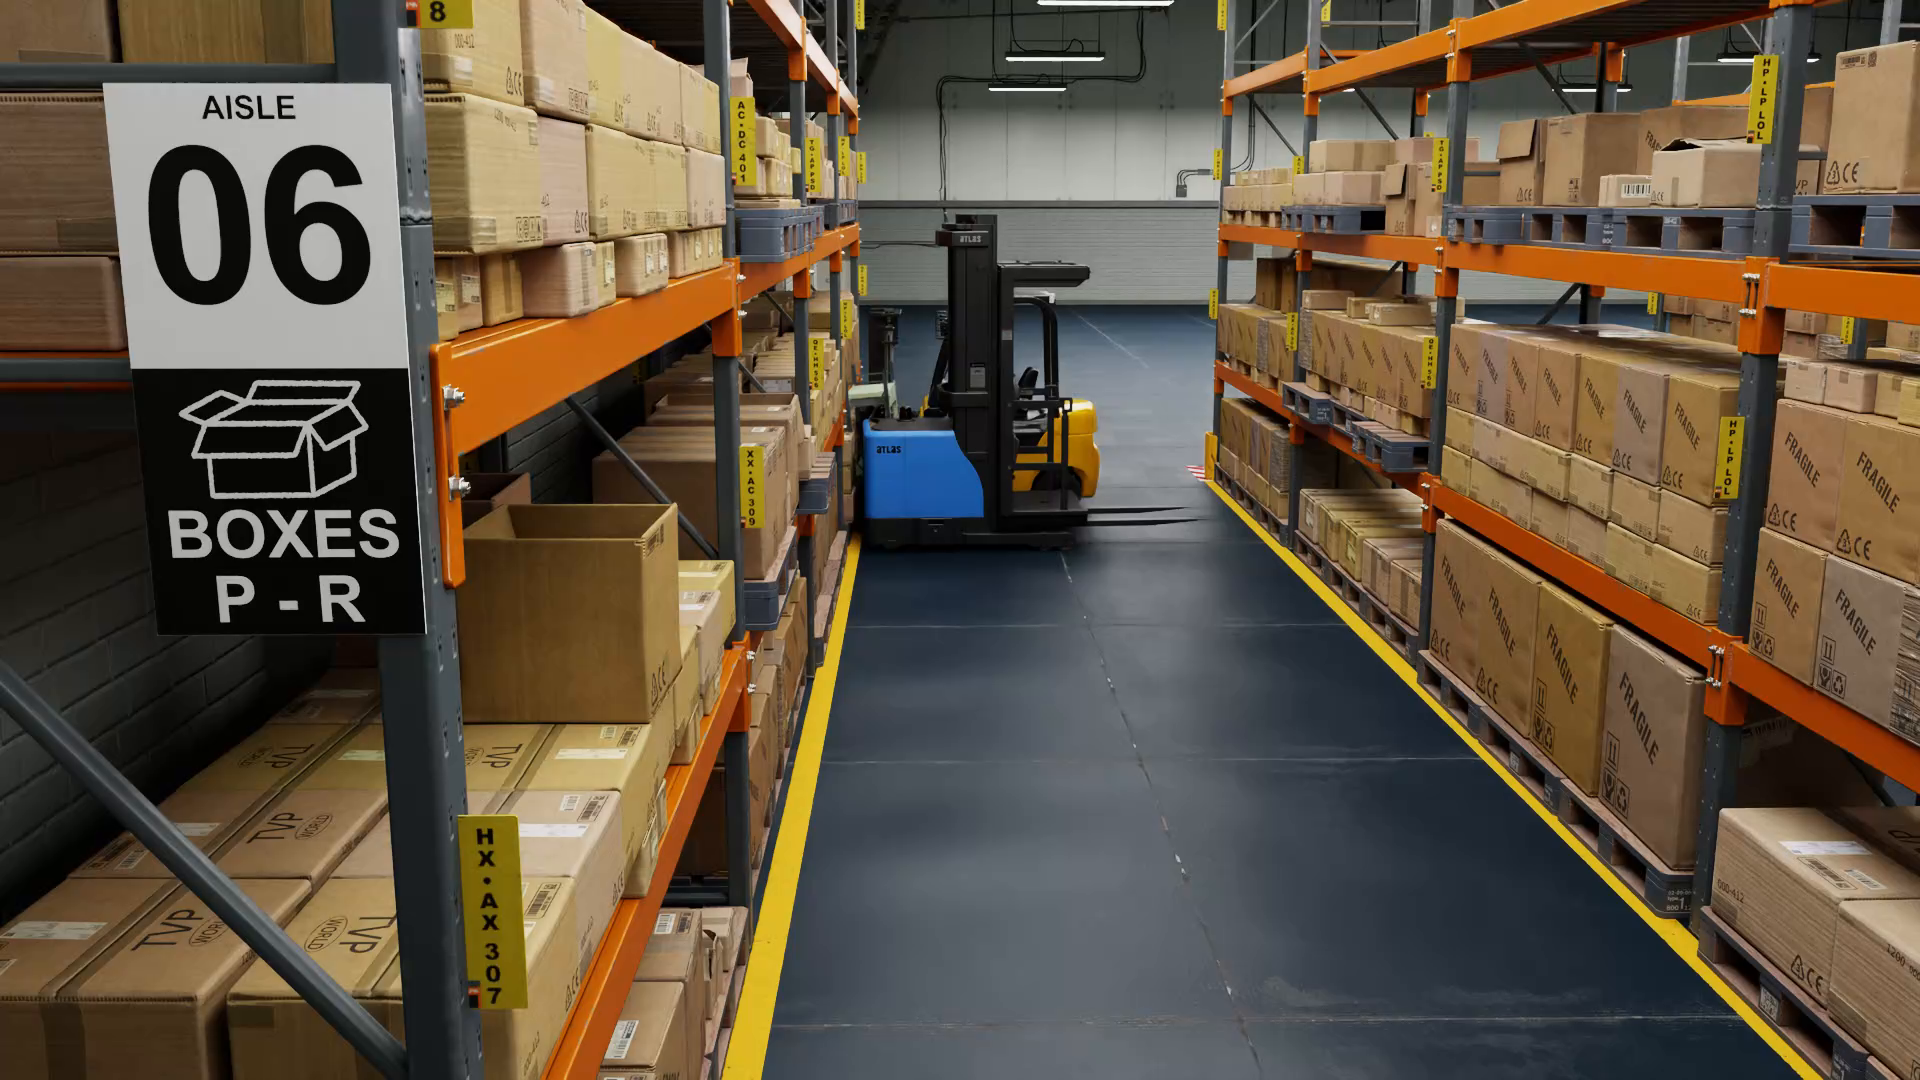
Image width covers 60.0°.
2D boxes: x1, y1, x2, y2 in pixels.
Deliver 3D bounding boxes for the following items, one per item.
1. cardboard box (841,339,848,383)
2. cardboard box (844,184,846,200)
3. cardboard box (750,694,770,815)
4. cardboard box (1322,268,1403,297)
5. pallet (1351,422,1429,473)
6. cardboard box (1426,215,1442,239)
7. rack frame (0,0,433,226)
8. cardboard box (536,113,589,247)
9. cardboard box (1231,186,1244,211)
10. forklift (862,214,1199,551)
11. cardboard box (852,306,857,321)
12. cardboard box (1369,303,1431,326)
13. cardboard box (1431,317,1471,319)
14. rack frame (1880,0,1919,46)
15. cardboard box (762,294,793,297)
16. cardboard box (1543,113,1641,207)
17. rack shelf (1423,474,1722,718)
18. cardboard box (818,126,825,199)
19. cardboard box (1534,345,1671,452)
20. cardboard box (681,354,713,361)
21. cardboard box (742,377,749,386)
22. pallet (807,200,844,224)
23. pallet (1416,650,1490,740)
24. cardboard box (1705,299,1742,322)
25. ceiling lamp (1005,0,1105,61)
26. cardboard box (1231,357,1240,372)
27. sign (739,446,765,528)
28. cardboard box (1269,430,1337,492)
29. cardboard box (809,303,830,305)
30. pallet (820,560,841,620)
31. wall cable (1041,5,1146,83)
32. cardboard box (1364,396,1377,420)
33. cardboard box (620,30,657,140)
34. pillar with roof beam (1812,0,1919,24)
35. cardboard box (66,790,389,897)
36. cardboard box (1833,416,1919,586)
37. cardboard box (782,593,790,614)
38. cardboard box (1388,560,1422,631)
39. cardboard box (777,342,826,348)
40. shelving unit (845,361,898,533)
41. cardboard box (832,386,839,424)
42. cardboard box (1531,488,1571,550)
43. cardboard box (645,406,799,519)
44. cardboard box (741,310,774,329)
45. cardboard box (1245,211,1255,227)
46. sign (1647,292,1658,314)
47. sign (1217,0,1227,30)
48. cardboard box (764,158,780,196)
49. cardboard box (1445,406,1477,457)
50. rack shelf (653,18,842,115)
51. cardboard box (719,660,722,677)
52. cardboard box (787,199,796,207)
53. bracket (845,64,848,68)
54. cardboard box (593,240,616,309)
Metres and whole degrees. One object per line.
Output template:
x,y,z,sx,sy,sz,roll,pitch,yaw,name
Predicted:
-1.306,-1.612,15.398,0.500,0.500,0.500,0,11,0,cardboard box
-1.252,-3.215,15.332,0.380,0.149,0.250,0,11,1,cardboard box
-1.171,1.037,7.826,0.500,0.500,0.500,0,11,-2,cardboard box
3.640,-2.164,14.859,0.700,0.500,0.500,0,11,-2,cardboard box
3.394,-0.643,11.358,1.213,0.211,1.003,0,11,-1,pallet
3.285,-2.054,10.917,0.380,0.149,0.250,0,11,-1,cardboard box
-1.282,-1.925,2.104,1.000,3.000,0.127,0,11,-1,rack frame
-1.049,-0.717,3.325,0.500,0.250,0.500,0,11,0,cardboard box
3.094,-3.527,17.177,0.500,0.250,0.500,0,11,-2,cardboard box
0.623,-1.445,15.003,3.031,2.935,1.130,-1,11,-4,forklift
-1.291,-2.413,17.719,0.380,0.149,0.250,0,11,0,cardboard box
3.199,-1.638,12.094,0.380,0.149,0.250,-1,11,-4,cardboard box
3.687,-1.500,13.041,0.500,0.500,0.500,0,11,1,cardboard box
8.379,-4.372,14.165,1.000,3.000,0.127,0,11,-1,rack frame
-1.838,-2.456,17.182,0.380,0.149,0.250,0,11,-1,cardboard box
3.725,-2.125,9.327,0.700,0.500,0.500,-1,11,-4,cardboard box
3.556,0.154,8.755,1.077,0.370,4.000,0,11,-1,rack shelf
-1.240,-2.696,11.891,0.500,0.500,0.500,0,11,0,cardboard box
3.303,-0.734,8.558,0.500,0.500,0.500,0,11,0,cardboard box
-1.809,-1.259,12.028,0.380,0.149,0.250,0,11,-2,cardboard box
-1.755,-1.036,11.930,0.500,0.250,0.500,0,11,-2,cardboard box
-1.574,-2.966,15.004,1.003,0.211,1.213,0,11,-1,pallet
3.456,0.928,10.146,1.003,0.211,1.213,0,11,-1,pallet
8.245,-2.535,17.106,0.875,0.550,0.550,0,11,-1,cardboard box
1.897,-11.228,33.279,2.000,3.185,0.800,0,11,-1,ceiling lamp
3.053,-1.841,17.411,0.380,0.149,0.250,0,11,0,cardboard box
-0.823,-0.208,6.552,0.100,0.325,0.005,0,11,-1,sign
3.152,-0.733,15.294,0.500,0.500,0.500,0,11,-2,cardboard box
-1.285,-2.153,15.685,0.380,0.149,0.250,0,11,-2,cardboard box
-1.448,0.386,12.816,1.003,0.211,1.213,0,11,-1,pallet
3.940,-14.724,48.860,3.097,2.526,0.112,0,11,-1,wall cable
3.128,-0.950,11.966,0.380,0.149,0.250,0,11,0,cardboard box
-1.077,-1.163,4.267,0.500,0.250,0.500,0,11,0,cardboard box
24.070,-11.038,47.026,9.100,9.000,0.548,0,11,-1,pillar with roof beam
-1.567,0.750,3.636,0.500,0.250,0.500,0,11,-1,cardboard box
3.369,-0.144,5.648,0.500,0.500,0.500,0,11,-2,cardboard box
-1.186,0.330,9.677,0.380,0.149,0.250,-1,11,-3,cardboard box
3.513,0.374,11.416,0.950,0.372,0.625,-1,12,-5,cardboard box
-1.245,-1.466,13.047,0.380,0.149,0.250,-1,11,-3,cardboard box
-0.795,-0.888,15.719,0.431,1.500,0.755,-4,12,4,shelving unit
-1.242,-1.097,13.492,0.500,0.250,0.500,0,11,-1,cardboard box
3.320,-0.120,8.673,0.500,0.250,0.500,0,11,-1,cardboard box
-1.178,-0.390,8.323,0.700,0.500,0.500,0,11,-1,cardboard box
-1.839,-1.945,14.661,0.380,0.149,0.250,0,11,-1,cardboard box
3.062,-3.209,16.611,0.380,0.149,0.250,0,11,-1,cardboard box
7.741,-2.689,18.581,0.100,0.325,0.005,0,11,-1,sign
2.807,-5.621,17.773,0.100,0.325,0.005,0,11,-1,sign
-0.944,-1.494,6.850,0.380,0.149,0.250,0,11,-1,cardboard box
3.278,-0.666,10.107,0.500,0.250,0.500,0,11,-2,cardboard box
-1.489,-3.364,12.013,1.077,0.370,4.000,0,11,-1,rack shelf
-1.079,0.458,6.082,0.380,0.149,0.250,0,11,0,cardboard box
-1.183,-1.770,9.265,0.500,0.250,0.500,0,11,-1,cardboard box
-2.632,-11.417,39.839,0.235,0.232,0.430,0,11,-1,bracket
-0.991,-0.601,3.755,0.380,0.149,0.250,0,11,-1,cardboard box
